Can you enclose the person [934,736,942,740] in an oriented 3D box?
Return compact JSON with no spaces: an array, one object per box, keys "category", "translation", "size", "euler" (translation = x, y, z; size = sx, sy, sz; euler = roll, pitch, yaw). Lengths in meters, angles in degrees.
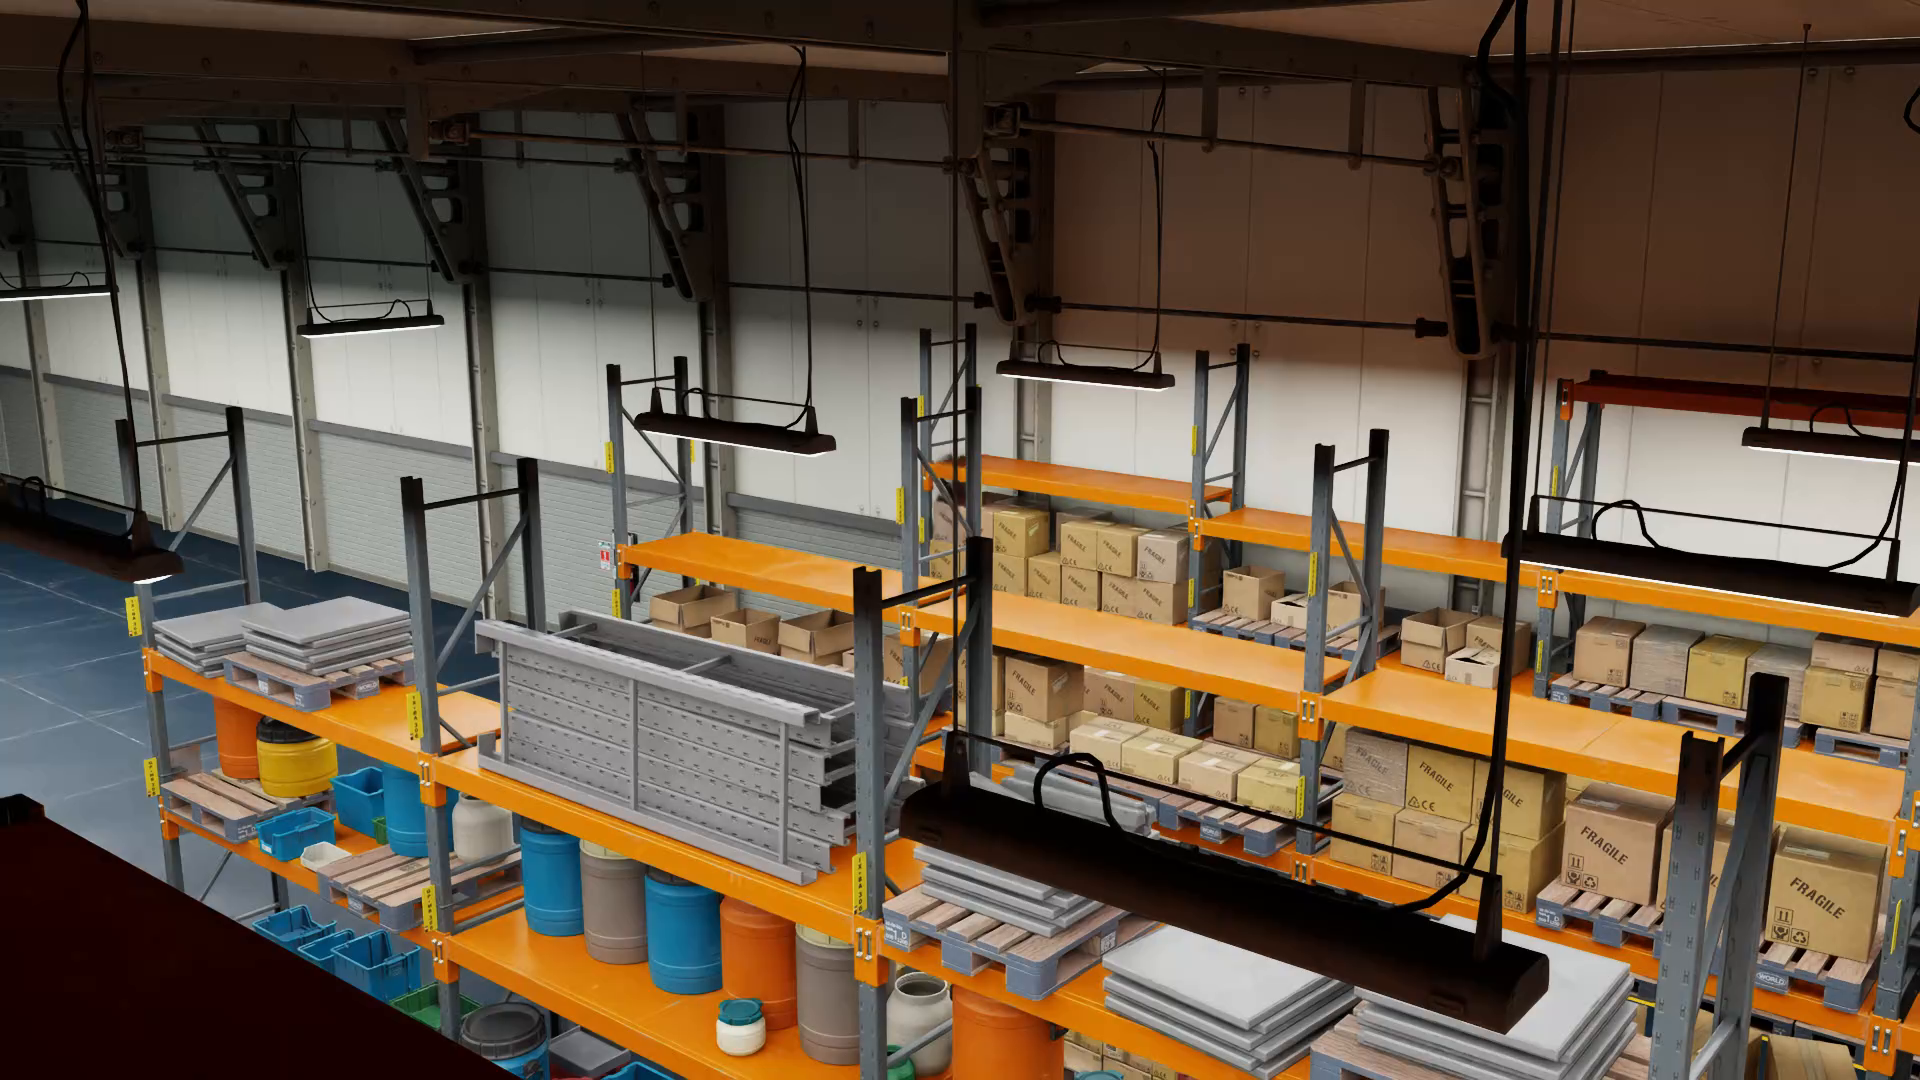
[{"category":"person","translation":[-0.223,2.940,19.774],"size":[0.459,1.581,0.549],"euler":[-6,14,-26]}]
